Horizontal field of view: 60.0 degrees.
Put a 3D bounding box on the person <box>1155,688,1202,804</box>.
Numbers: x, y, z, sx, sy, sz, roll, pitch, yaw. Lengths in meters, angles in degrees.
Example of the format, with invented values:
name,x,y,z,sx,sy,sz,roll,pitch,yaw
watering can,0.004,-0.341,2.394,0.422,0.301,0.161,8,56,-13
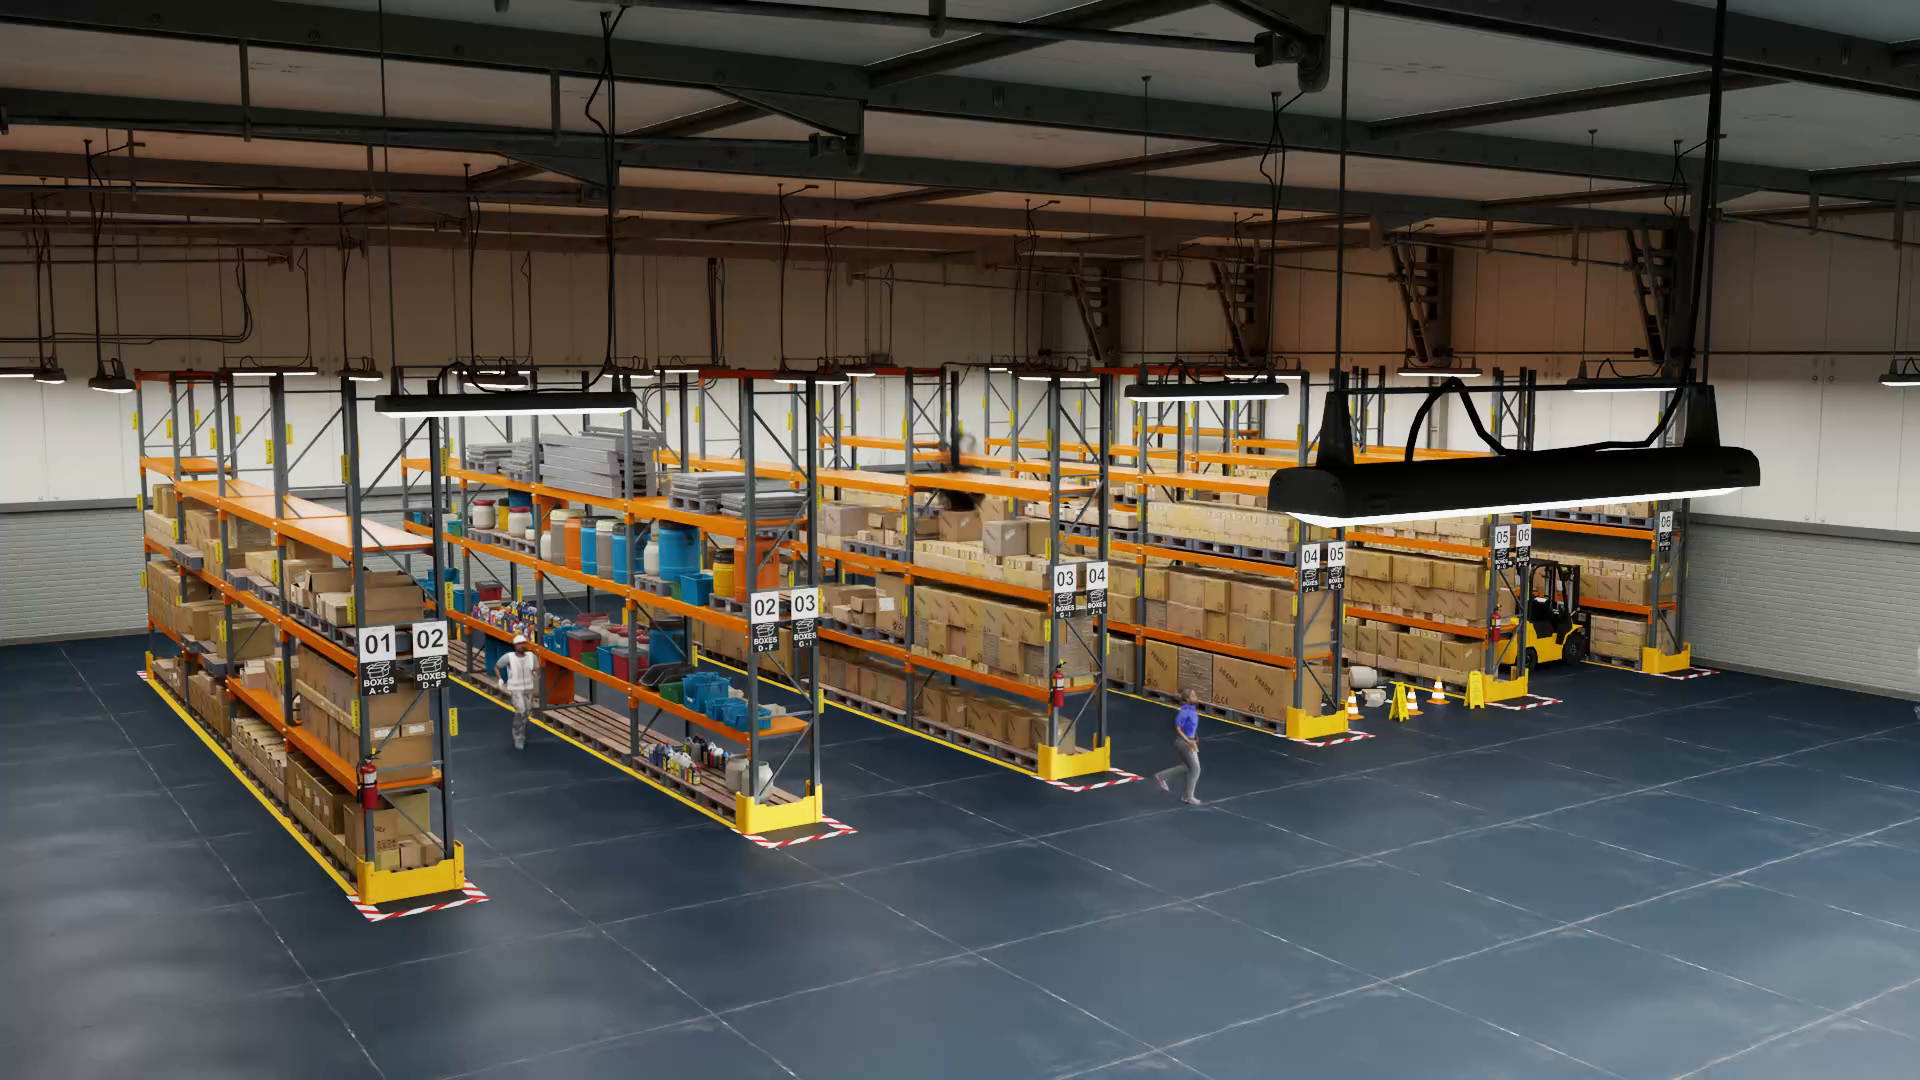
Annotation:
name,x,y,z,sx,sy,sz,roll,pitch,yaw
person,3.086,2.893,23.439,0.675,1.656,0.584,2,7,14

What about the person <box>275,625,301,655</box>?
name,x,y,z,sx,sy,sz,roll,pitch,yaw
person,-13.330,1.748,32.938,0.716,1.733,0.606,-6,9,-41

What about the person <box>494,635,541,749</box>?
name,x,y,z,sx,sy,sz,roll,pitch,yaw
person,-7.051,2.437,26.719,0.656,1.824,0.744,-6,9,-41
